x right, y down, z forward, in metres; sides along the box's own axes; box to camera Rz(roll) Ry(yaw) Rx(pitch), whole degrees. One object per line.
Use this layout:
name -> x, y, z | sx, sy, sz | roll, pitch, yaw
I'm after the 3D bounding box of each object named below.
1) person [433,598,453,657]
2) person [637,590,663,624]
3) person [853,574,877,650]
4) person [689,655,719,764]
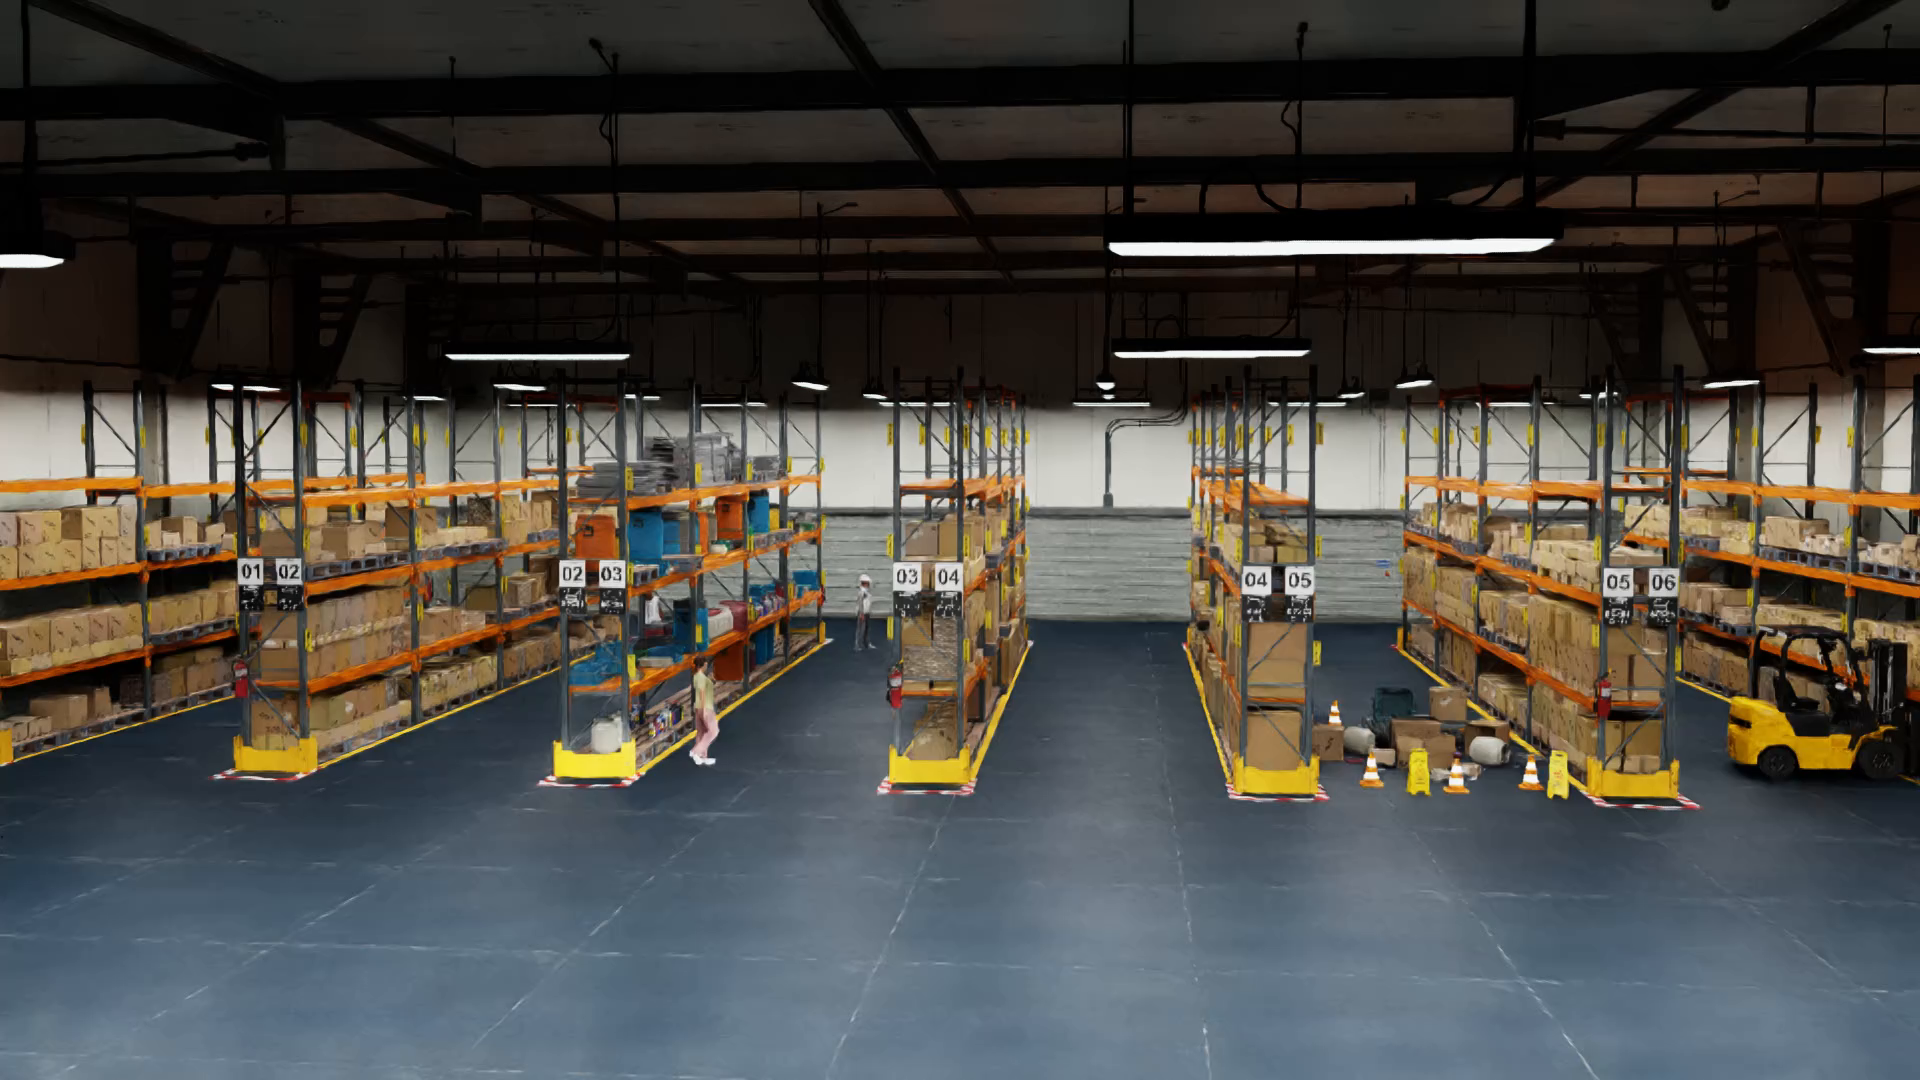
person -> -10.885, 2.017, 35.057 | 0.639, 1.632, 0.512 | 0, 4, 5
person -> -6.925, 1.834, 37.058 | 0.566, 1.706, 1.122 | 0, 4, 8
person -> -2.245, 1.687, 38.975 | 0.478, 1.771, 0.616 | 1, 4, 9
person -> -3.935, 2.591, 25.345 | 0.432, 1.670, 0.503 | -2, 4, -25
